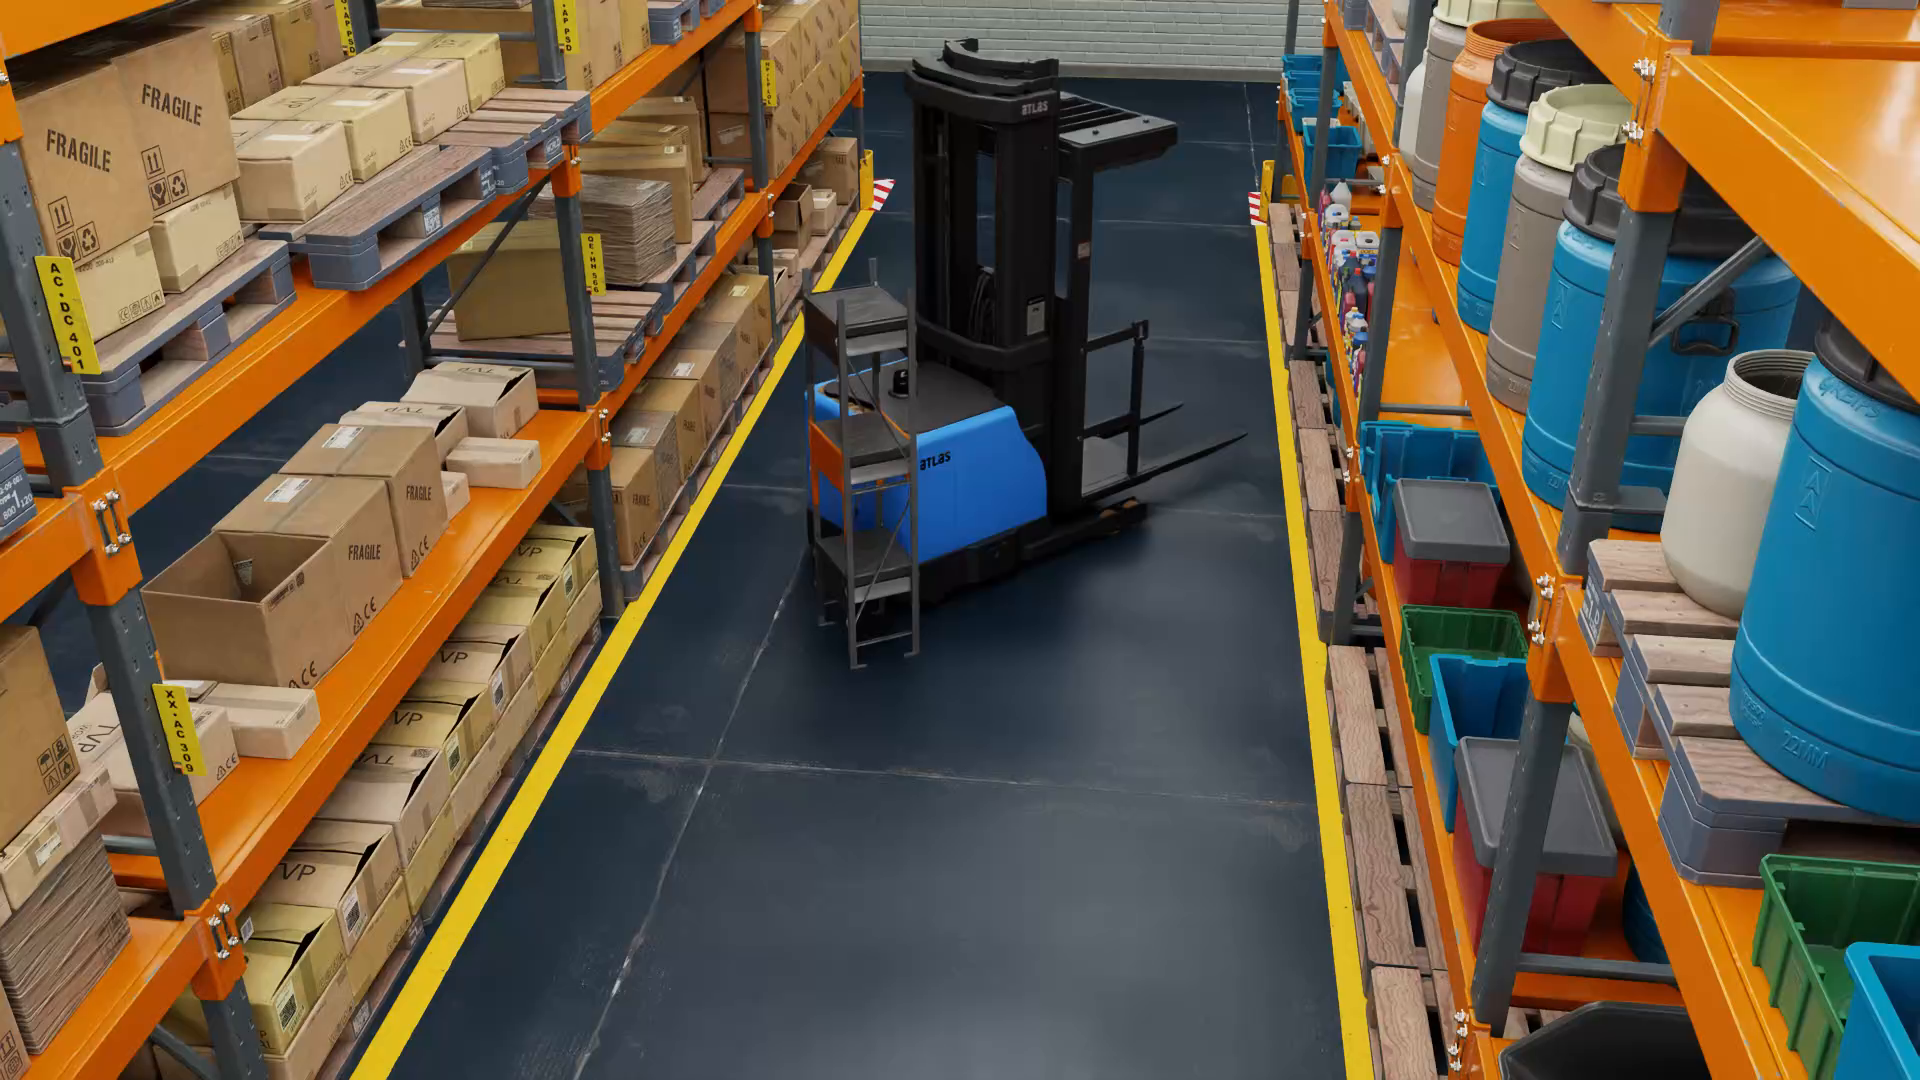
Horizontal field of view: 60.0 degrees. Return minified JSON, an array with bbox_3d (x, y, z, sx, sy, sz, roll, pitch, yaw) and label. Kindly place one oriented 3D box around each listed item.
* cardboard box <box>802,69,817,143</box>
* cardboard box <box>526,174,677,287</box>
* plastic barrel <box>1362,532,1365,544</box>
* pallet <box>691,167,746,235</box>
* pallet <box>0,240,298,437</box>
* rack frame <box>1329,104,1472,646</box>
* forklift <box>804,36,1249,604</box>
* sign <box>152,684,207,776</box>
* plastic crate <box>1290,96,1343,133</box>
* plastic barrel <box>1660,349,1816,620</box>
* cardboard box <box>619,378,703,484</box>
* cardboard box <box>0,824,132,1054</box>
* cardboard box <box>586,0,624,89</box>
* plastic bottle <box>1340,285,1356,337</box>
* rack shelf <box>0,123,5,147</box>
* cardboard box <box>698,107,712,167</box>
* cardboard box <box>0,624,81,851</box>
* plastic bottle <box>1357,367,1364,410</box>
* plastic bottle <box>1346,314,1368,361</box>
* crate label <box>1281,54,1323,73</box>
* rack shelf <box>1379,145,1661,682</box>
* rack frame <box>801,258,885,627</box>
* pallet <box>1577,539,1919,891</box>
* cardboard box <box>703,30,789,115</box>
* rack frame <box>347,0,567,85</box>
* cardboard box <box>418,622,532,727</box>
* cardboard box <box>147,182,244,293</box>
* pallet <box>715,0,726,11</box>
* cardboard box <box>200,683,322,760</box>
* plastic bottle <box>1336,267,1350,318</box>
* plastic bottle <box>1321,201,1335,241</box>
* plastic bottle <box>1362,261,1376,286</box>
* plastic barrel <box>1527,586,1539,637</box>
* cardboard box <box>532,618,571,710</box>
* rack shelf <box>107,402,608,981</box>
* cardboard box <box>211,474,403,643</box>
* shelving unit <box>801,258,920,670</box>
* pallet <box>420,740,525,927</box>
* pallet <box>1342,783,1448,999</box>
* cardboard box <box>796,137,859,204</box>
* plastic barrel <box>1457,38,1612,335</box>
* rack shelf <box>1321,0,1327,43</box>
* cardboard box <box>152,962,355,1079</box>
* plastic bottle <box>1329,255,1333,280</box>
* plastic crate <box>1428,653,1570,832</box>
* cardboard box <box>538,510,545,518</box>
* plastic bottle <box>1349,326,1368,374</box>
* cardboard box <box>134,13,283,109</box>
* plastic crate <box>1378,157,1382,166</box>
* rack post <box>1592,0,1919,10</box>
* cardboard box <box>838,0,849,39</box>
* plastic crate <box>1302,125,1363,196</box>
[{"bbox_3d":[-1.471,-3.550,13.572,0.500,0.500,0.500,3,28,6],"label":"cardboard box"},{"bbox_3d":[-2.150,-1.874,10.018,0.700,0.500,0.500,9,30,16],"label":"cardboard box"},{"bbox_3d":[2.522,-0.225,9.686,0.421,0.512,0.421,0,28,0],"label":"plastic barrel"},{"bbox_3d":[-2.133,-2.351,11.654,1.003,0.211,1.213,3,28,6],"label":"pallet"},{"bbox_3d":[-2.812,-0.692,5.411,0.805,0.209,1.217,2,28,4],"label":"pallet"},{"bbox_3d":[2.499,-0.633,8.263,1.000,3.000,0.127,3,28,6],"label":"rack frame"},{"bbox_3d":[0.545,-1.488,9.923,3.031,2.935,1.130,-21,35,-34],"label":"forklift"},{"bbox_3d":[-2.356,0.576,5.023,0.100,0.325,0.005,3,28,6],"label":"sign"},{"bbox_3d":[2.924,-3.494,13.685,0.416,0.233,0.300,3,28,6],"label":"plastic crate"},{"bbox_3d":[1.761,-0.114,3.575,0.421,0.512,0.421,0,28,0],"label":"plastic barrel"},{"bbox_3d":[-1.952,-0.696,10.552,0.500,0.500,0.500,3,28,6],"label":"cardboard box"},{"bbox_3d":[-2.955,1.125,4.893,0.700,0.500,0.500,3,28,5],"label":"cardboard box"},{"bbox_3d":[-2.334,-2.735,8.896,0.910,0.500,0.500,3,28,6],"label":"cardboard box"},{"bbox_3d":[2.265,-1.335,9.689,0.061,0.283,0.133,3,28,6],"label":"plastic bottle"},{"bbox_3d":[-3.152,-0.247,2.401,1.077,0.370,4.000,3,28,6],"label":"rack shelf"},{"bbox_3d":[-2.120,-3.100,12.736,0.500,0.500,0.500,4,29,7],"label":"cardboard box"},{"bbox_3d":[-2.955,0.554,4.586,0.700,0.500,0.500,3,29,6],"label":"cardboard box"},{"bbox_3d":[2.125,-0.797,8.690,0.061,0.283,0.133,3,28,6],"label":"plastic bottle"},{"bbox_3d":[2.233,-1.137,9.334,0.097,0.271,0.097,0,28,0],"label":"plastic bottle"},{"bbox_3d":[3.122,-4.255,15.098,0.416,0.233,0.303,3,28,6],"label":"crate label"},{"bbox_3d":[2.254,-0.696,5.975,1.077,0.370,4.000,3,28,6],"label":"rack shelf"},{"bbox_3d":[-0.612,-0.477,8.922,0.400,2.100,0.015,-12,31,-22],"label":"rack frame"},{"bbox_3d":[2.017,0.357,3.460,1.213,0.211,1.003,3,28,6],"label":"pallet"},{"bbox_3d":[-1.590,-3.495,12.416,0.500,0.500,0.500,4,29,8],"label":"cardboard box"},{"bbox_3d":[-2.417,-3.564,7.378,1.000,3.000,0.127,3,28,6],"label":"rack frame"},{"bbox_3d":[-2.358,0.599,7.840,0.500,0.311,0.500,3,28,6],"label":"cardboard box"},{"bbox_3d":[-2.757,-1.028,5.548,0.500,0.250,0.500,1,28,1],"label":"cardboard box"},{"bbox_3d":[-2.076,-3.741,11.066,1.213,0.211,1.003,3,28,6],"label":"pallet"},{"bbox_3d":[-2.595,0.665,6.117,0.380,0.149,0.250,3,28,6],"label":"cardboard box"},{"bbox_3d":[2.304,-1.485,9.967,0.061,0.283,0.133,3,28,6],"label":"plastic bottle"},{"bbox_3d":[2.496,-2.148,11.210,0.097,0.271,0.097,0,28,0],"label":"plastic bottle"},{"bbox_3d":[2.490,-1.566,10.129,0.097,0.271,0.097,0,28,0],"label":"plastic bottle"},{"bbox_3d":[2.486,0.203,6.567,0.433,0.535,0.433,0,28,0],"label":"plastic barrel"},{"bbox_3d":[-2.299,0.607,8.416,0.500,0.250,0.500,3,28,6],"label":"cardboard box"},{"bbox_3d":[-2.662,0.335,7.224,1.077,0.370,4.000,3,28,6],"label":"rack shelf"},{"bbox_3d":[-2.671,0.072,6.849,0.500,0.500,0.500,3,28,6],"label":"cardboard box"},{"bbox_3d":[-0.509,-0.372,8.727,0.431,2.100,0.503,-12,31,-22],"label":"shelving unit"},{"bbox_3d":[-2.708,1.263,7.684,1.003,0.211,1.213,3,28,6],"label":"pallet"},{"bbox_3d":[2.213,1.529,7.189,1.003,0.211,1.213,3,28,6],"label":"pallet"},{"bbox_3d":[-1.259,-3.512,15.777,0.500,0.500,0.500,3,28,6],"label":"cardboard box"},{"bbox_3d":[2.016,-1.159,5.548,0.600,0.901,0.708,3,28,6],"label":"plastic barrel"},{"bbox_3d":[3.234,-4.461,12.964,1.077,0.370,4.000,3,28,6],"label":"rack shelf"},{"bbox_3d":[-2.612,1.810,6.184,0.500,0.250,0.500,3,28,5],"label":"cardboard box"},{"bbox_3d":[2.399,-1.744,10.534,0.097,0.201,0.097,0,28,0],"label":"plastic bottle"},{"bbox_3d":[1.835,0.719,5.769,0.392,0.384,0.575,3,28,6],"label":"plastic crate"},{"bbox_3d":[-2.535,-0.470,10.131,0.500,0.500,0.500,4,29,8],"label":"cardboard box"},{"bbox_3d":[2.209,-1.045,9.163,0.097,0.271,0.097,0,28,0],"label":"plastic bottle"},{"bbox_3d":[-6.587,-4.165,14.502,0.980,0.700,0.700,2,28,4],"label":"cardboard box"},{"bbox_3d":[3.347,-2.976,12.481,0.402,0.464,0.583,3,28,6],"label":"plastic crate"},{"bbox_3d":[2.165,-2.411,5.027,1.013,1.000,3.121,3,28,6],"label":"rack post"},{"bbox_3d":[-1.279,-4.709,14.669,0.500,0.500,0.500,4,29,8],"label":"cardboard box"},{"bbox_3d":[2.708,-2.775,12.192,0.392,0.384,0.575,3,28,6],"label":"plastic crate"}]
